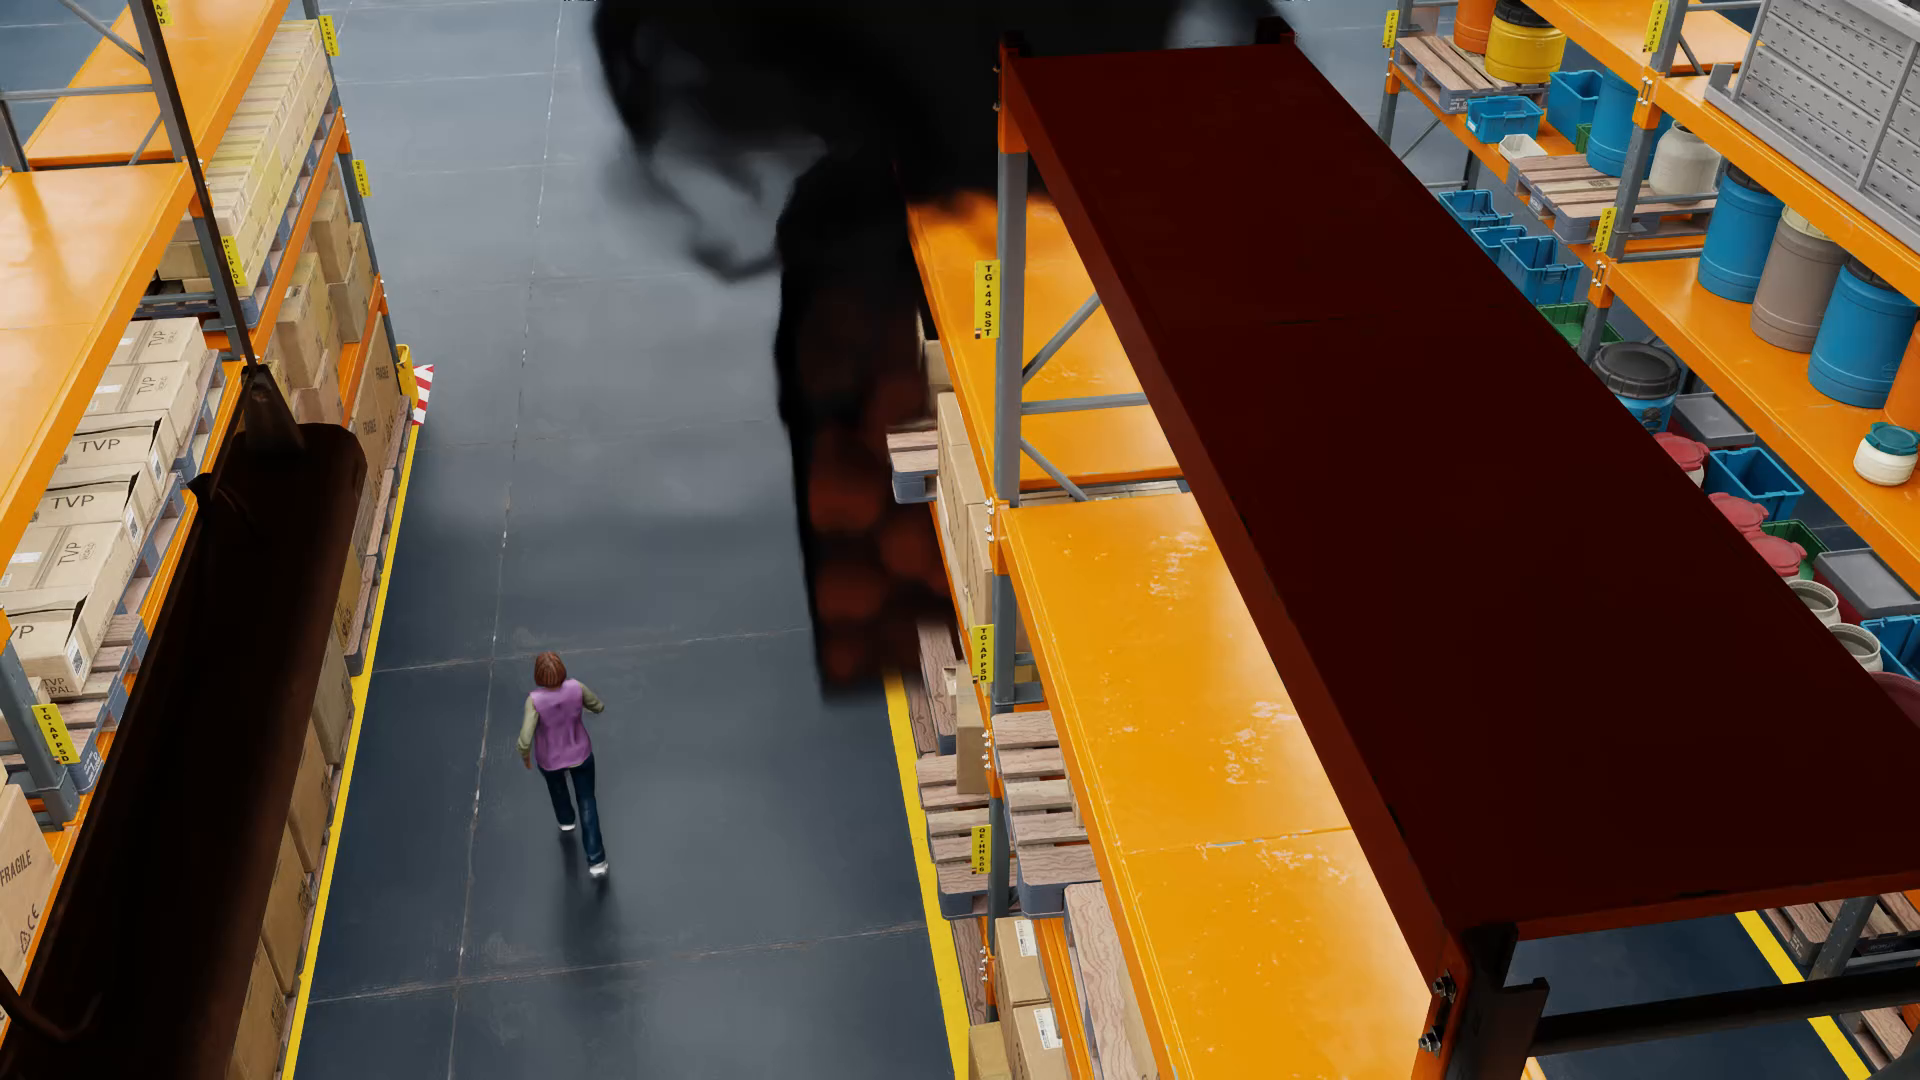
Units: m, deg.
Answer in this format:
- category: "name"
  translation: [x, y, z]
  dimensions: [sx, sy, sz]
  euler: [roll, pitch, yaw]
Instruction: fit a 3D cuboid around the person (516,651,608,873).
- category: "person"
  translation: [-2.415, 1.366, 10.230]
  dimensions: [0.565, 1.617, 0.778]
  euler: [-13, 38, -17]
